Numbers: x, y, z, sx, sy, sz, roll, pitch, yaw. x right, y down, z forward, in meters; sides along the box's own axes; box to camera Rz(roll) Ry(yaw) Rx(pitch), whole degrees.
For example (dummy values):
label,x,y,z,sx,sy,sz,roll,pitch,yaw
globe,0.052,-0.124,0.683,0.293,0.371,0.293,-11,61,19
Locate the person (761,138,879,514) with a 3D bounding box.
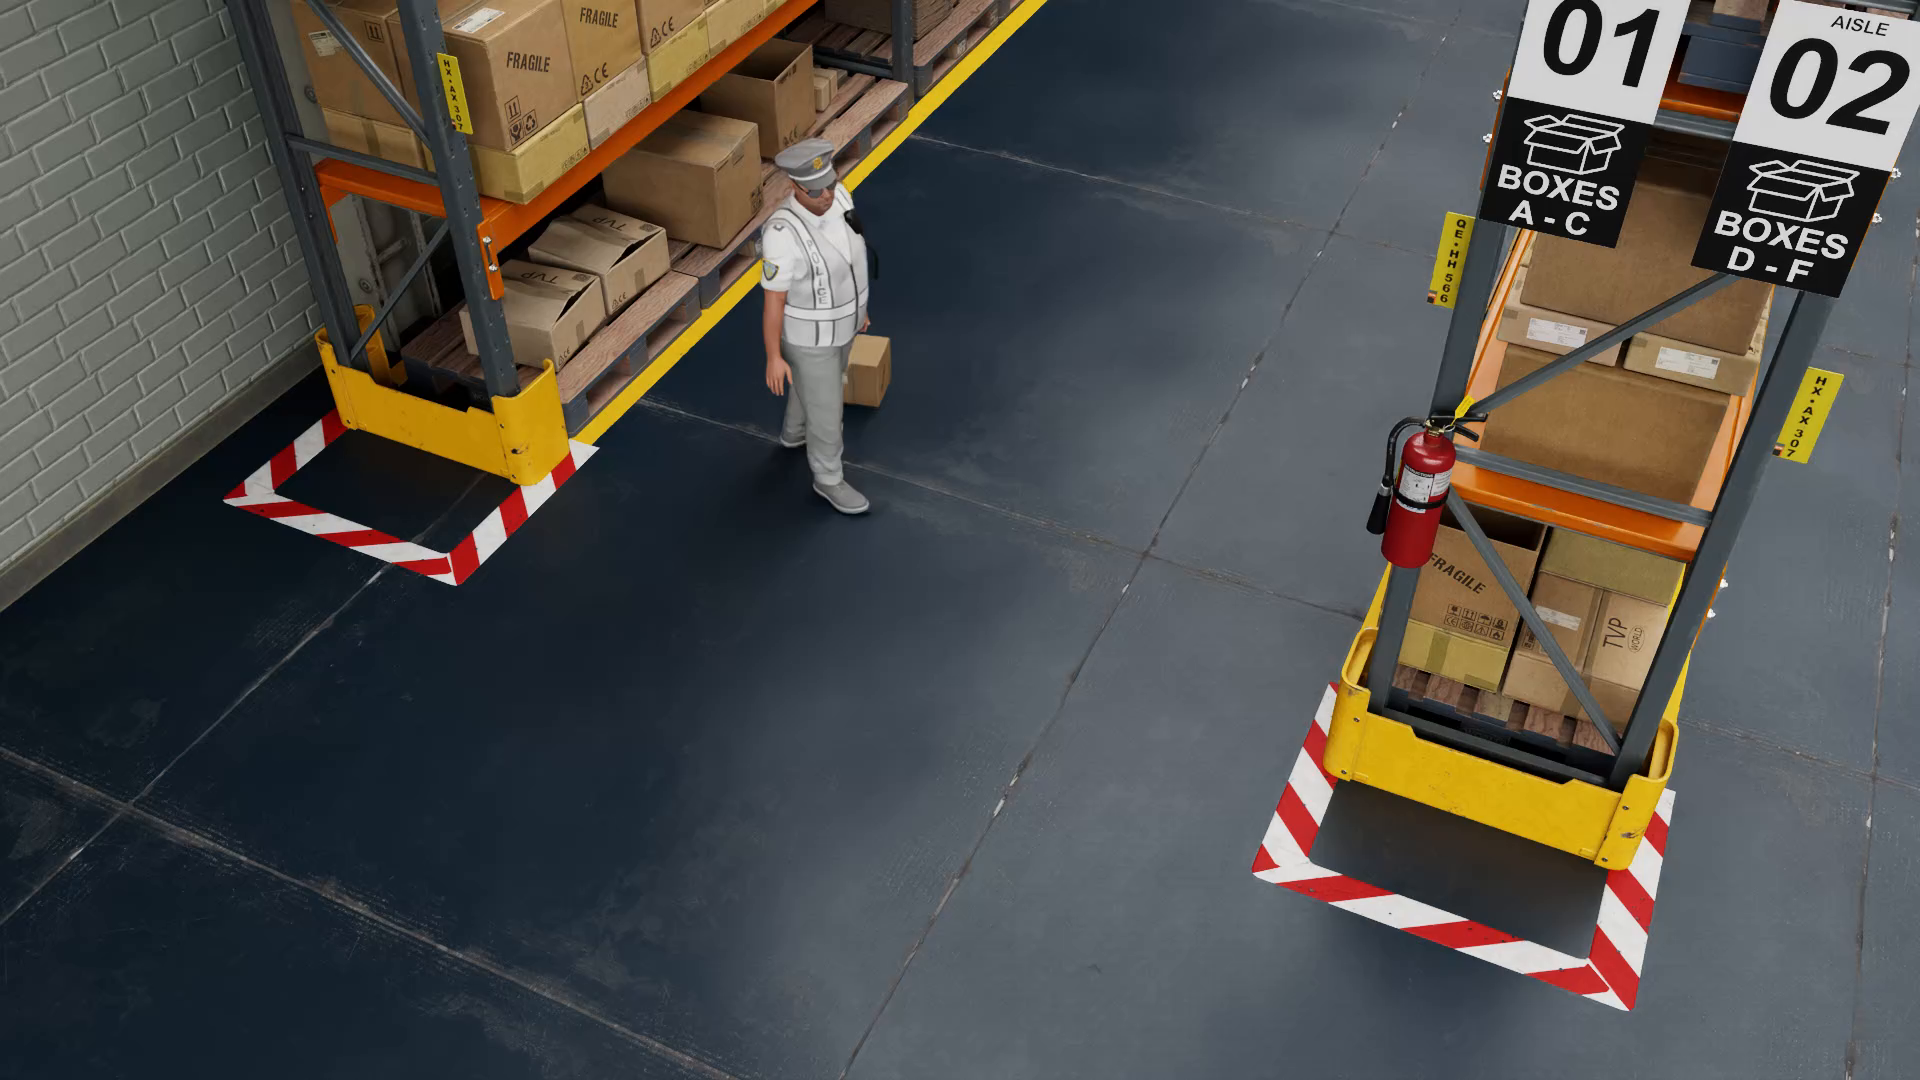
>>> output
label,x,y,z,sx,sy,sz,roll,pitch,yaw
person,-0.629,-0.948,7.210,0.618,1.742,0.703,20,45,21
